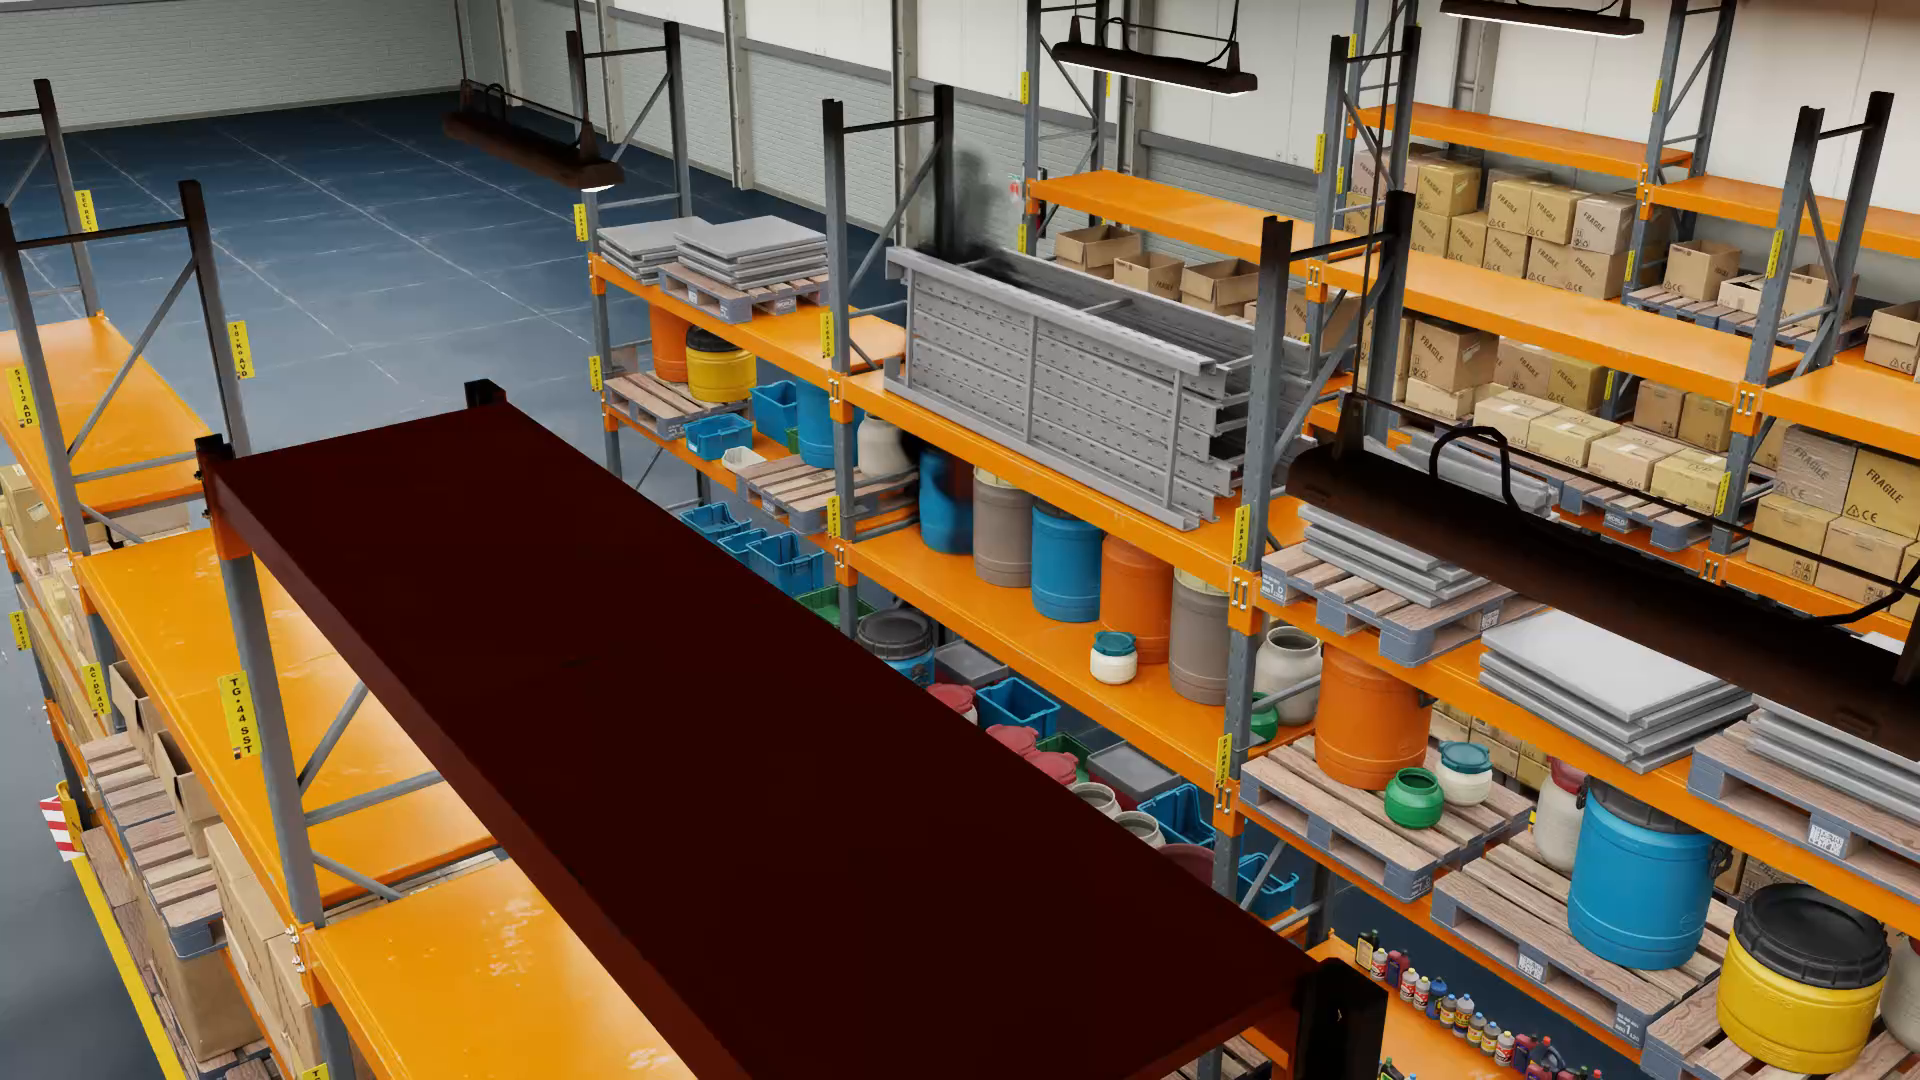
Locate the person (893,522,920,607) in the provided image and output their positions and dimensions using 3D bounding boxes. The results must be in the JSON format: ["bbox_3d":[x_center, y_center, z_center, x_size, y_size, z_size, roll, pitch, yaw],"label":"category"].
[{"bbox_3d":[-0.446,0.551,15.780,0.519,1.691,0.585,-13,28,-26],"label":"person"}]
